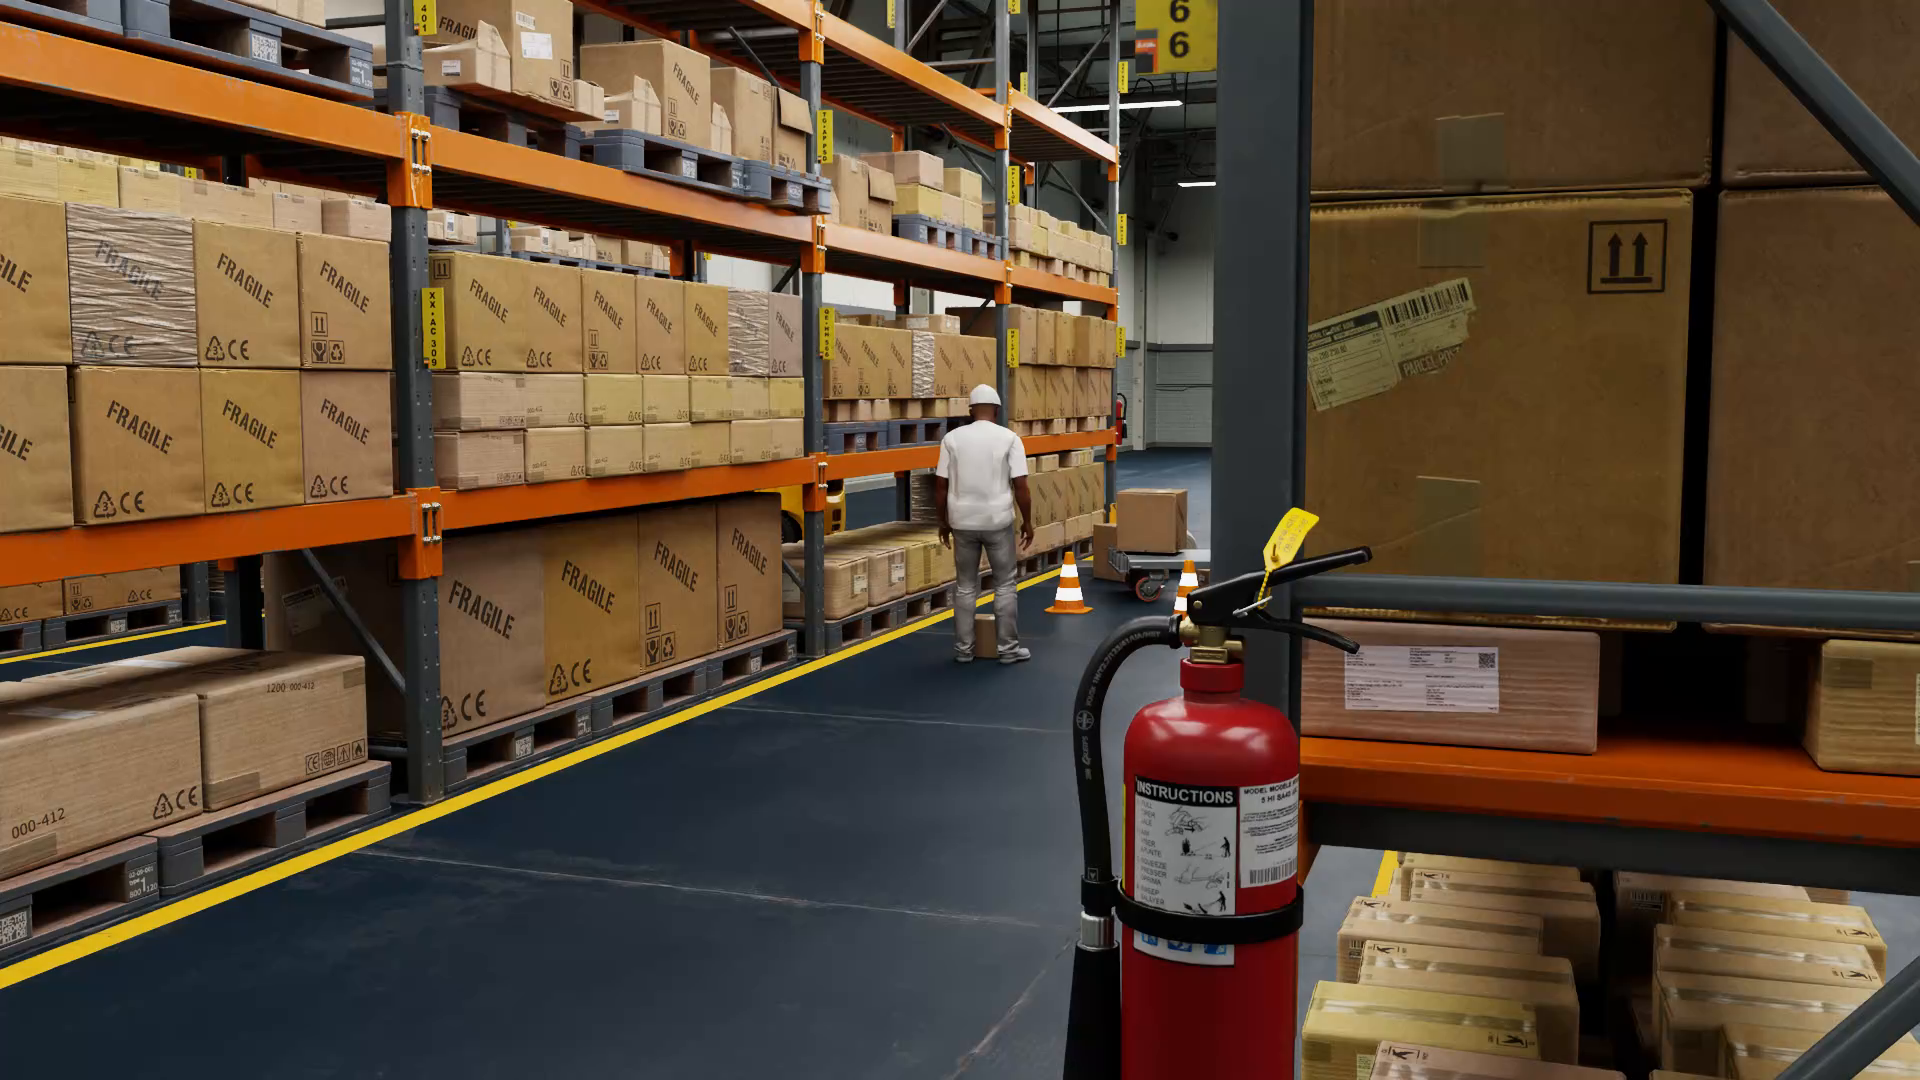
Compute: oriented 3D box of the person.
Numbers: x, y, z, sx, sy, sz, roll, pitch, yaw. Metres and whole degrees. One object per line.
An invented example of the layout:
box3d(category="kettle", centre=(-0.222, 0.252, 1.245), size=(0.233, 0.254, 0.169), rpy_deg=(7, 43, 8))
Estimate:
box3d(category="person", centre=(0.158, -0.103, 10.562), size=(0.628, 1.757, 0.458), rpy_deg=(1, 5, 16))
